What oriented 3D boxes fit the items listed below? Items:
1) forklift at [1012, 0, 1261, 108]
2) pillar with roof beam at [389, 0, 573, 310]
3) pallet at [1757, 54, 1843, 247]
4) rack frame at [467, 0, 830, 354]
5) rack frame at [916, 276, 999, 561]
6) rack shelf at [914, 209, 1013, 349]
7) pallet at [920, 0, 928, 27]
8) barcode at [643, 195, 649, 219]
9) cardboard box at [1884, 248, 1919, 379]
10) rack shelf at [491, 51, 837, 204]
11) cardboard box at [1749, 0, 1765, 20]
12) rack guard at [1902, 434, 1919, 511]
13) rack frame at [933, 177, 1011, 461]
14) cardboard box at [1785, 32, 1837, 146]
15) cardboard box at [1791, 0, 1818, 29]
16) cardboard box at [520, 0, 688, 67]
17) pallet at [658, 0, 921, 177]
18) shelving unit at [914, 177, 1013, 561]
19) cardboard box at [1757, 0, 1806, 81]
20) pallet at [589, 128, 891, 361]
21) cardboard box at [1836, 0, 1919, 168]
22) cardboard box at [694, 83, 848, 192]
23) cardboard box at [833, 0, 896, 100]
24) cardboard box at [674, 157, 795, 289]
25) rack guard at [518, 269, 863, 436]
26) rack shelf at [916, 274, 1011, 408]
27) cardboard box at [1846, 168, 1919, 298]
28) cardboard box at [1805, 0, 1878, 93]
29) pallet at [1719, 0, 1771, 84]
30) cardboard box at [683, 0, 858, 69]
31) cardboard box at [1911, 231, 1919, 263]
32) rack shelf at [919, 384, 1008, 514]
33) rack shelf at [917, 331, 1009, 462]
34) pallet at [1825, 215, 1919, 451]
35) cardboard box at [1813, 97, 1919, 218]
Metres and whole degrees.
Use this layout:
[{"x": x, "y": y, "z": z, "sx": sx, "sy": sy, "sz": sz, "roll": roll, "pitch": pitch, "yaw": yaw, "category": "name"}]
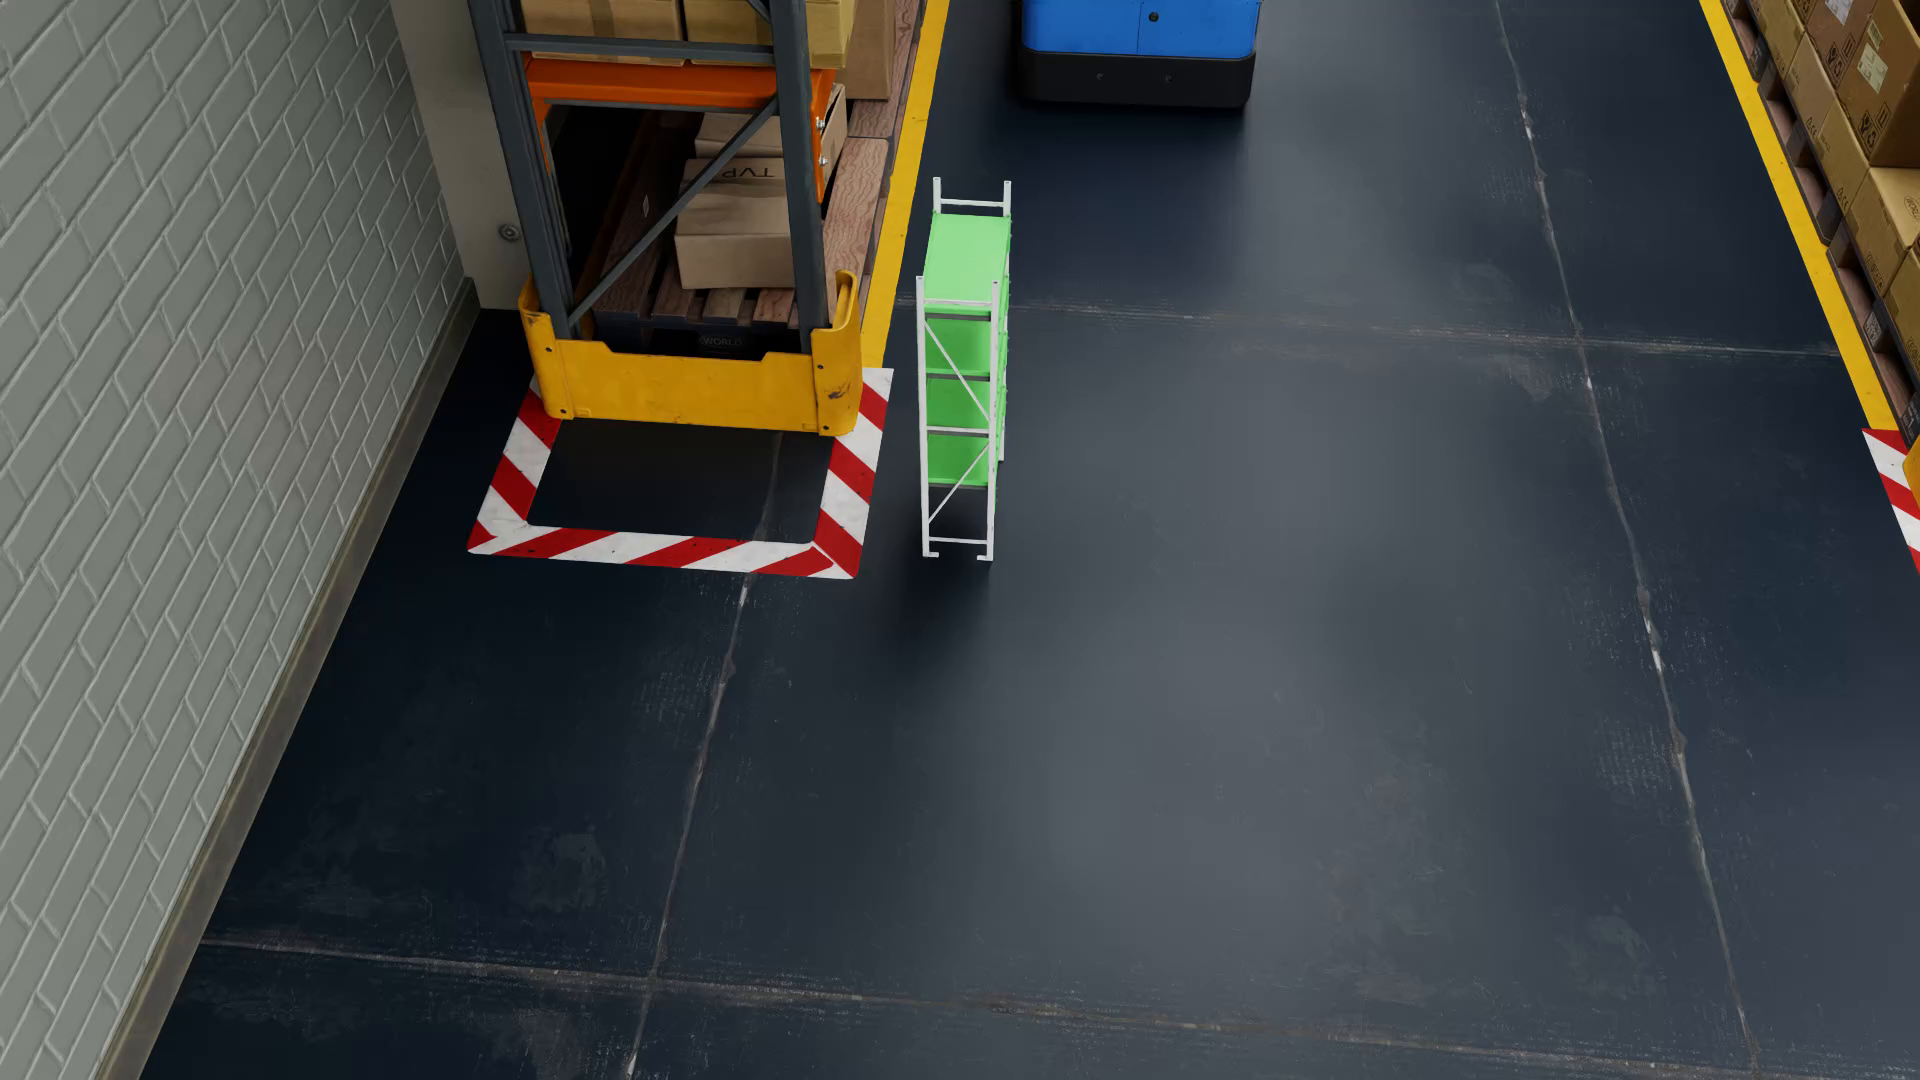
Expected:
[{"x": 0.880, "y": -4.003, "z": 7.425, "sx": 1.130, "sy": 2.935, "sz": 3.031, "roll": 3, "pitch": 48, "yaw": 3, "category": "forklift"}, {"x": 2.523, "y": -3.806, "z": 3.133, "sx": 9.100, "sy": 9.000, "sz": 0.400, "roll": 4, "pitch": 48, "yaw": 4, "category": "pillar with roof beam"}, {"x": 4.109, "y": -1.686, "z": 7.149, "sx": 1.003, "sy": 0.211, "sz": 1.213, "roll": 4, "pitch": 48, "yaw": 4, "category": "pallet"}, {"x": -0.966, "y": -1.499, "z": 5.088, "sx": 1.000, "sy": 3.000, "sz": 0.127, "roll": 4, "pitch": 48, "yaw": 4, "category": "rack frame"}, {"x": -0.007, "y": -0.347, "z": 5.255, "sx": 0.240, "sy": 1.200, "sz": 0.015, "roll": 4, "pitch": 48, "yaw": 4, "category": "rack frame"}, {"x": 0.015, "y": -0.807, "z": 5.111, "sx": 0.258, "sy": 0.148, "sz": 0.480, "roll": 4, "pitch": 48, "yaw": 4, "category": "rack shelf"}, {"x": -0.628, "y": -3.001, "z": 8.352, "sx": 1.003, "sy": 0.211, "sz": 1.213, "roll": 4, "pitch": 48, "yaw": 4, "category": "pallet"}, {"x": -1.210, "y": -1.285, "z": 6.411, "sx": 0.001, "sy": 0.075, "sz": 0.075, "roll": 4, "pitch": 48, "yaw": 4, "category": "barcode"}, {"x": 3.722, "y": -0.796, "z": 6.024, "sx": 0.500, "sy": 0.250, "sz": 0.500, "roll": 4, "pitch": 48, "yaw": 4, "category": "cardboard box"}, {"x": -0.784, "y": -2.725, "z": 6.698, "sx": 1.077, "sy": 0.370, "sz": 4.000, "roll": 4, "pitch": 48, "yaw": 4, "category": "rack shelf"}, {"x": 3.937, "y": -2.634, "z": 7.705, "sx": 0.500, "sy": 0.250, "sz": 0.500, "roll": 4, "pitch": 48, "yaw": 4, "category": "cardboard box"}, {"x": 3.965, "y": -0.307, "z": 5.692, "sx": 1.175, "sy": 0.500, "sz": 0.348, "roll": 4, "pitch": 48, "yaw": 4, "category": "rack guard"}, {"x": 0.037, "y": -0.706, "z": 5.582, "sx": 0.240, "sy": 1.200, "sz": 0.015, "roll": 4, "pitch": 48, "yaw": 4, "category": "rack frame"}, {"x": 3.847, "y": -1.899, "z": 7.033, "sx": 0.500, "sy": 0.250, "sz": 0.500, "roll": 4, "pitch": 48, "yaw": 4, "category": "cardboard box"}, {"x": 3.887, "y": -2.520, "z": 7.093, "sx": 0.500, "sy": 0.500, "sz": 0.500, "roll": 4, "pitch": 48, "yaw": 4, "category": "cardboard box"}, {"x": -1.117, "y": -1.811, "z": 5.462, "sx": 0.500, "sy": 0.250, "sz": 0.500, "roll": 4, "pitch": 48, "yaw": 4, "category": "cardboard box"}, {"x": -0.736, "y": -2.102, "z": 7.529, "sx": 1.003, "sy": 0.211, "sz": 1.213, "roll": 4, "pitch": 48, "yaw": 4, "category": "pallet"}, {"x": 0.015, "y": -0.527, "z": 5.418, "sx": 0.258, "sy": 1.200, "sz": 0.503, "roll": 4, "pitch": 48, "yaw": 4, "category": "shelving unit"}, {"x": 3.886, "y": -2.267, "z": 7.369, "sx": 0.500, "sy": 0.250, "sz": 0.500, "roll": 4, "pitch": 48, "yaw": 4, "category": "cardboard box"}, {"x": -0.850, "y": -1.208, "z": 6.712, "sx": 1.003, "sy": 0.211, "sz": 1.213, "roll": 4, "pitch": 48, "yaw": 4, "category": "pallet"}, {"x": 3.796, "y": -1.785, "z": 6.420, "sx": 0.500, "sy": 0.500, "sz": 0.500, "roll": 4, "pitch": 48, "yaw": 4, "category": "cardboard box"}, {"x": -0.762, "y": -1.661, "z": 6.760, "sx": 0.500, "sy": 0.311, "sz": 0.500, "roll": 7, "pitch": 48, "yaw": 7, "category": "cardboard box"}, {"x": -0.645, "y": -2.260, "z": 7.181, "sx": 0.700, "sy": 0.500, "sz": 0.500, "roll": 1, "pitch": 48, "yaw": 1, "category": "cardboard box"}, {"x": -0.814, "y": -1.242, "z": 6.377, "sx": 0.500, "sy": 0.311, "sz": 0.500, "roll": -1, "pitch": 48, "yaw": -1, "category": "cardboard box"}, {"x": -0.959, "y": -0.711, "z": 6.061, "sx": 1.175, "sy": 0.500, "sz": 0.348, "roll": 4, "pitch": 48, "yaw": 4, "category": "rack guard"}, {"x": 0.015, "y": -0.645, "z": 5.289, "sx": 0.258, "sy": 0.148, "sz": 0.480, "roll": 4, "pitch": 48, "yaw": 4, "category": "rack shelf"}, {"x": 3.755, "y": -1.164, "z": 6.361, "sx": 0.500, "sy": 0.250, "sz": 0.500, "roll": 4, "pitch": 48, "yaw": 4, "category": "cardboard box"}, {"x": 3.843, "y": -2.152, "z": 6.756, "sx": 0.500, "sy": 0.500, "sz": 0.500, "roll": 4, "pitch": 48, "yaw": 4, "category": "cardboard box"}, {"x": 4.218, "y": -2.585, "z": 7.971, "sx": 1.003, "sy": 0.211, "sz": 1.213, "roll": 4, "pitch": 48, "yaw": 4, "category": "pallet"}, {"x": -0.606, "y": -1.792, "z": 5.444, "sx": 0.500, "sy": 0.250, "sz": 0.500, "roll": 3, "pitch": 48, "yaw": 2, "category": "cardboard box"}, {"x": 3.720, "y": -1.049, "z": 5.747, "sx": 0.500, "sy": 0.500, "sz": 0.500, "roll": 4, "pitch": 48, "yaw": 4, "category": "cardboard box"}, {"x": 0.015, "y": -0.321, "z": 5.643, "sx": 0.258, "sy": 0.148, "sz": 0.480, "roll": 4, "pitch": 48, "yaw": 4, "category": "rack shelf"}, {"x": 0.015, "y": -0.483, "z": 5.466, "sx": 0.258, "sy": 0.148, "sz": 0.480, "roll": 4, "pitch": 48, "yaw": 4, "category": "rack shelf"}, {"x": 3.995, "y": -0.792, "z": 6.331, "sx": 1.003, "sy": 0.211, "sz": 1.213, "roll": 4, "pitch": 48, "yaw": 4, "category": "pallet"}, {"x": 3.799, "y": -1.532, "z": 6.697, "sx": 0.500, "sy": 0.250, "sz": 0.500, "roll": 4, "pitch": 48, "yaw": 4, "category": "cardboard box"}]
